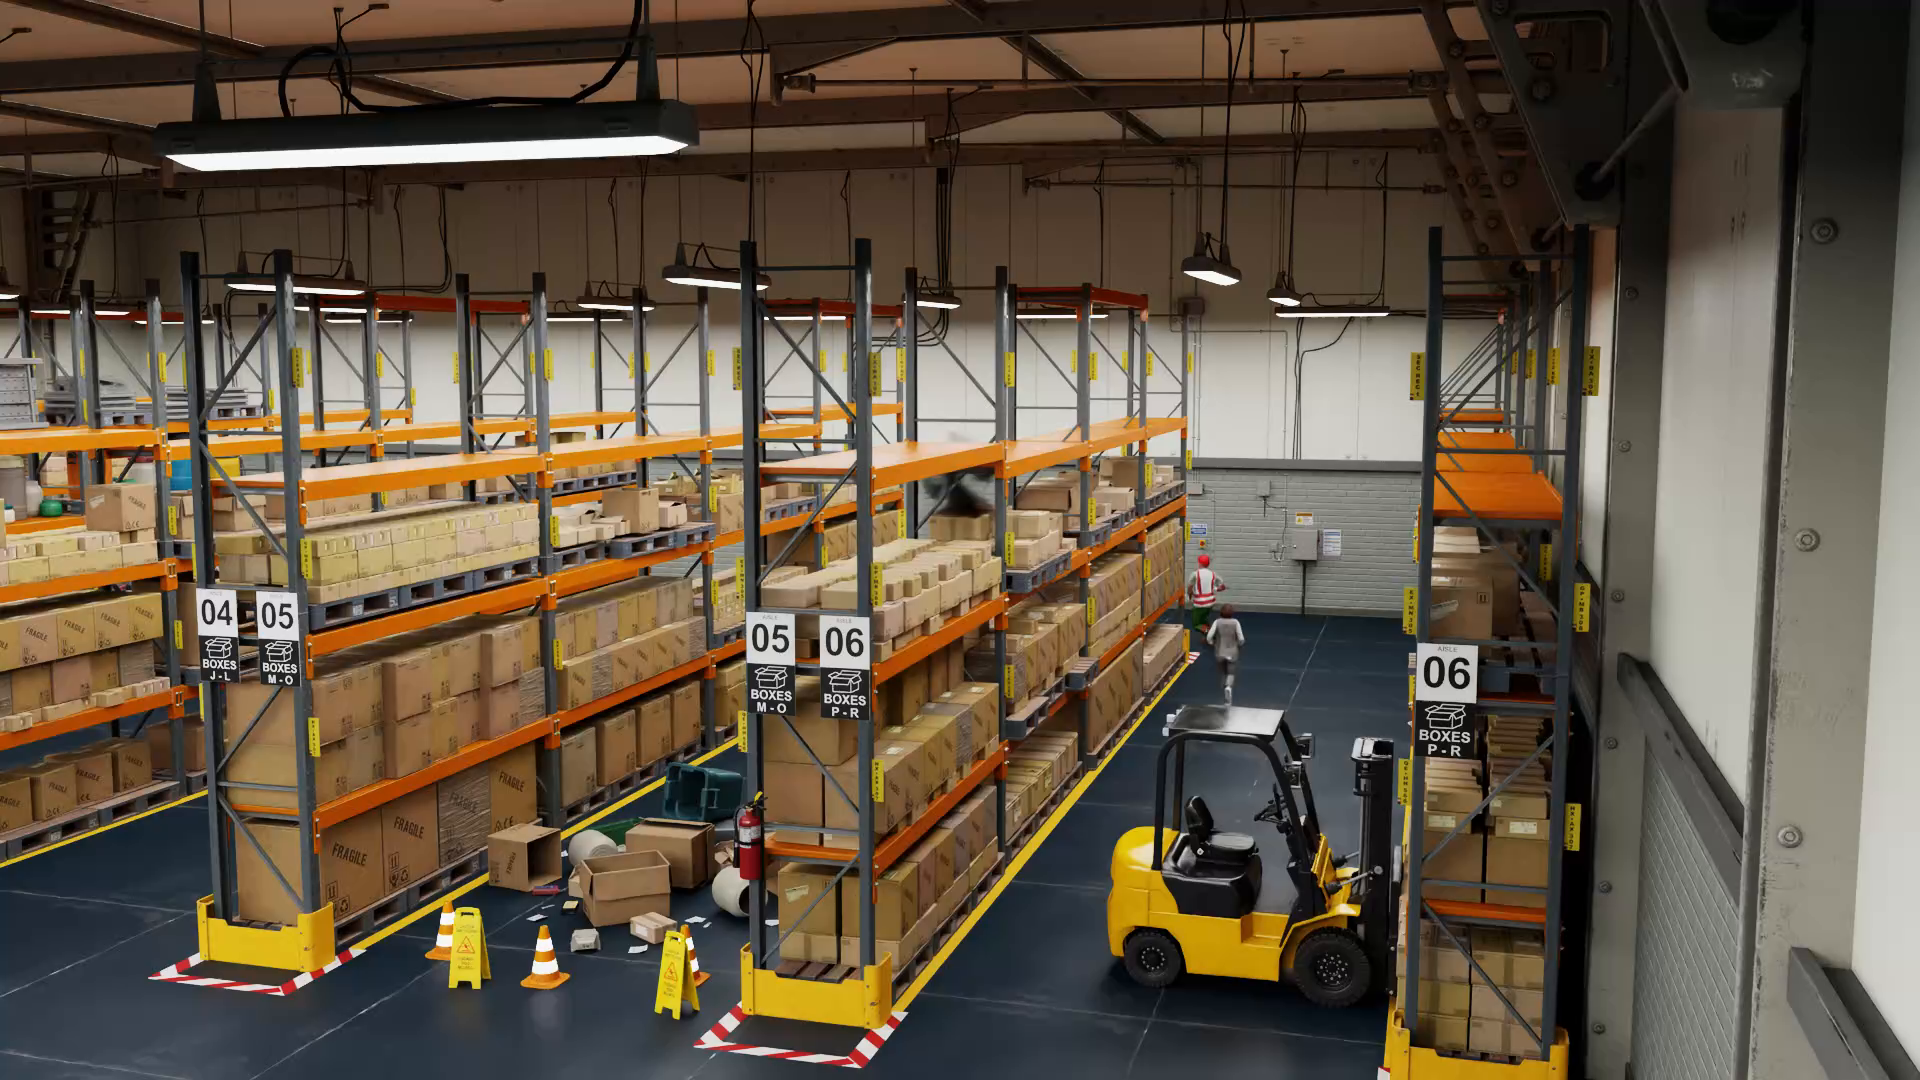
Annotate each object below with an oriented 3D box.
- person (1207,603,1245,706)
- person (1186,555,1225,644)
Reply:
[{"bbox_3d":[3.870,1.698,24.210,0.546,1.575,0.653,2,7,15],"label":"person"},{"bbox_3d":[4.332,1.067,29.348,0.780,1.622,0.783,-4,8,-33],"label":"person"}]
